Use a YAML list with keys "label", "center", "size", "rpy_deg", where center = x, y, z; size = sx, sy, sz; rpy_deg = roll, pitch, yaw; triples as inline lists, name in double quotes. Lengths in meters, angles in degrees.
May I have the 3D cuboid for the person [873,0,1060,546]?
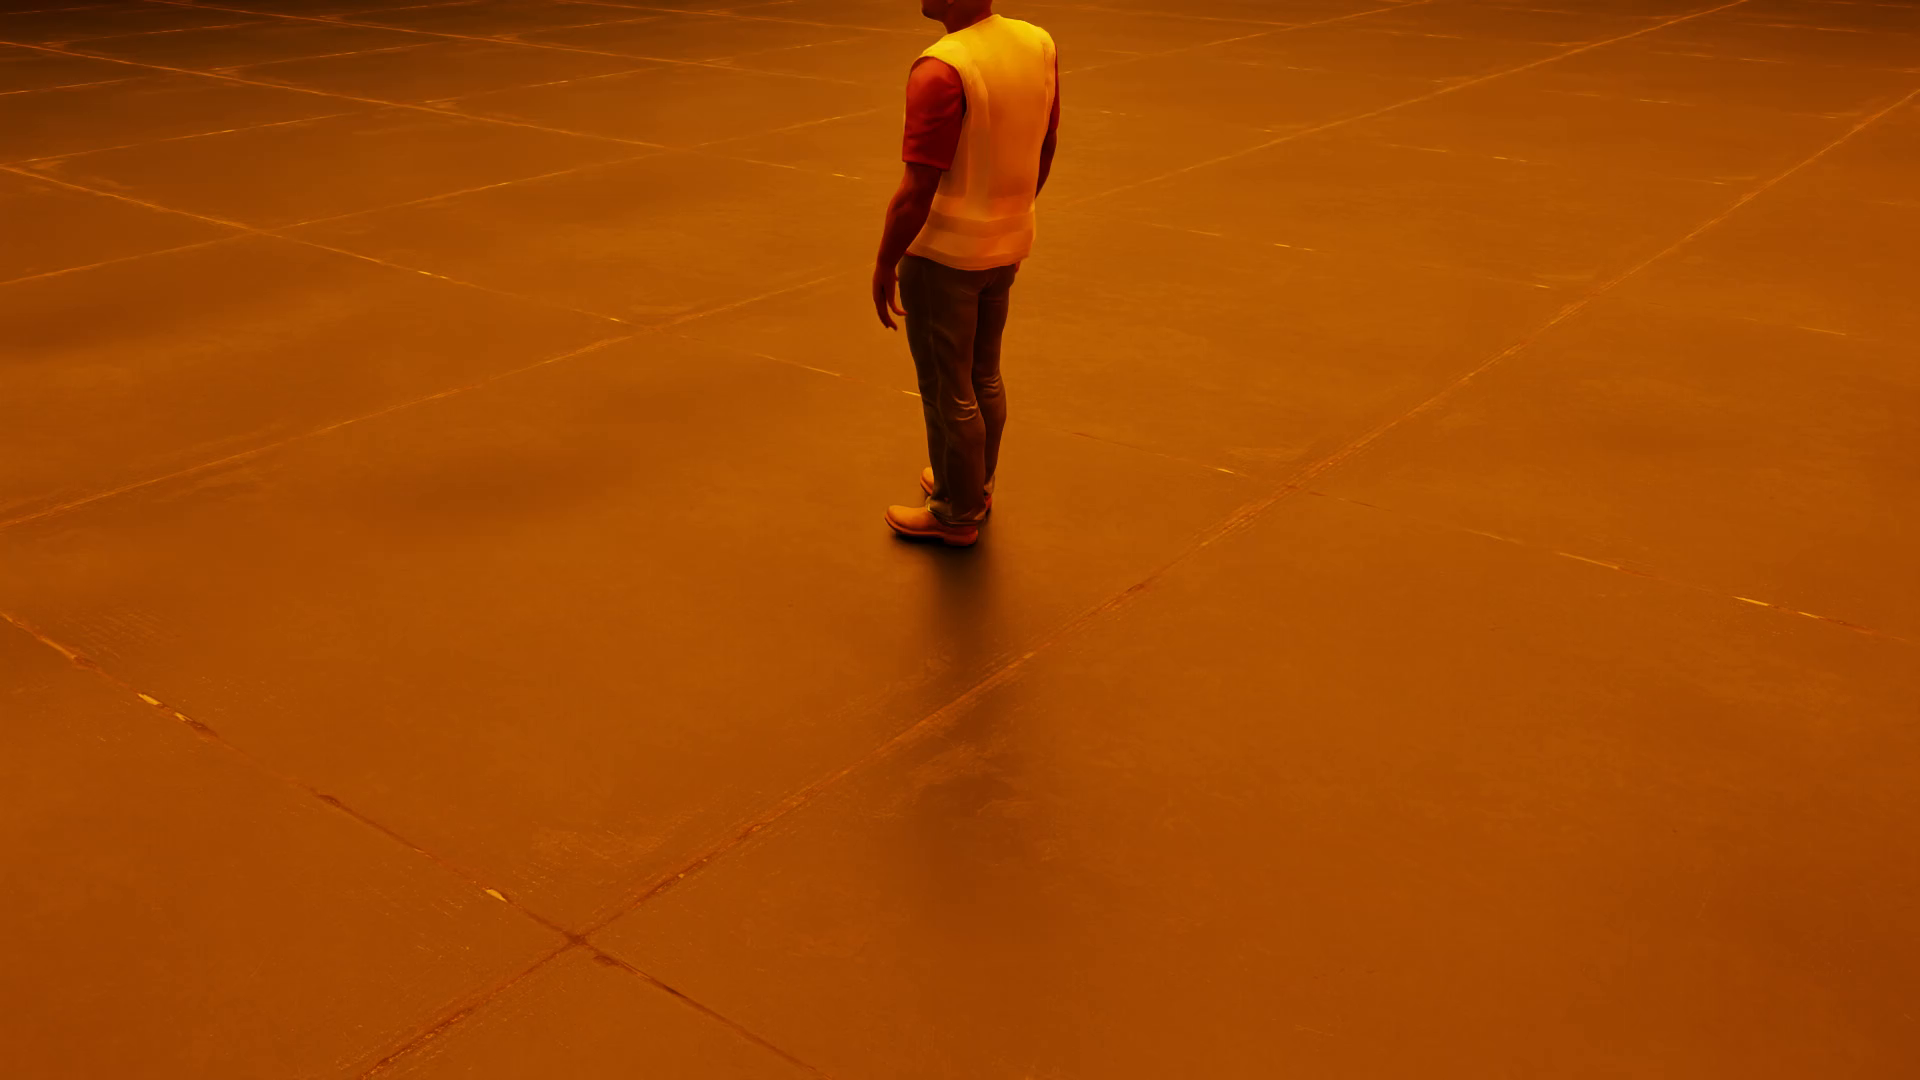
- label: "person"
  center: [-0.052, -0.836, 4.703]
  size: [0.575, 1.768, 0.665]
  rpy_deg: [17, 29, 34]
